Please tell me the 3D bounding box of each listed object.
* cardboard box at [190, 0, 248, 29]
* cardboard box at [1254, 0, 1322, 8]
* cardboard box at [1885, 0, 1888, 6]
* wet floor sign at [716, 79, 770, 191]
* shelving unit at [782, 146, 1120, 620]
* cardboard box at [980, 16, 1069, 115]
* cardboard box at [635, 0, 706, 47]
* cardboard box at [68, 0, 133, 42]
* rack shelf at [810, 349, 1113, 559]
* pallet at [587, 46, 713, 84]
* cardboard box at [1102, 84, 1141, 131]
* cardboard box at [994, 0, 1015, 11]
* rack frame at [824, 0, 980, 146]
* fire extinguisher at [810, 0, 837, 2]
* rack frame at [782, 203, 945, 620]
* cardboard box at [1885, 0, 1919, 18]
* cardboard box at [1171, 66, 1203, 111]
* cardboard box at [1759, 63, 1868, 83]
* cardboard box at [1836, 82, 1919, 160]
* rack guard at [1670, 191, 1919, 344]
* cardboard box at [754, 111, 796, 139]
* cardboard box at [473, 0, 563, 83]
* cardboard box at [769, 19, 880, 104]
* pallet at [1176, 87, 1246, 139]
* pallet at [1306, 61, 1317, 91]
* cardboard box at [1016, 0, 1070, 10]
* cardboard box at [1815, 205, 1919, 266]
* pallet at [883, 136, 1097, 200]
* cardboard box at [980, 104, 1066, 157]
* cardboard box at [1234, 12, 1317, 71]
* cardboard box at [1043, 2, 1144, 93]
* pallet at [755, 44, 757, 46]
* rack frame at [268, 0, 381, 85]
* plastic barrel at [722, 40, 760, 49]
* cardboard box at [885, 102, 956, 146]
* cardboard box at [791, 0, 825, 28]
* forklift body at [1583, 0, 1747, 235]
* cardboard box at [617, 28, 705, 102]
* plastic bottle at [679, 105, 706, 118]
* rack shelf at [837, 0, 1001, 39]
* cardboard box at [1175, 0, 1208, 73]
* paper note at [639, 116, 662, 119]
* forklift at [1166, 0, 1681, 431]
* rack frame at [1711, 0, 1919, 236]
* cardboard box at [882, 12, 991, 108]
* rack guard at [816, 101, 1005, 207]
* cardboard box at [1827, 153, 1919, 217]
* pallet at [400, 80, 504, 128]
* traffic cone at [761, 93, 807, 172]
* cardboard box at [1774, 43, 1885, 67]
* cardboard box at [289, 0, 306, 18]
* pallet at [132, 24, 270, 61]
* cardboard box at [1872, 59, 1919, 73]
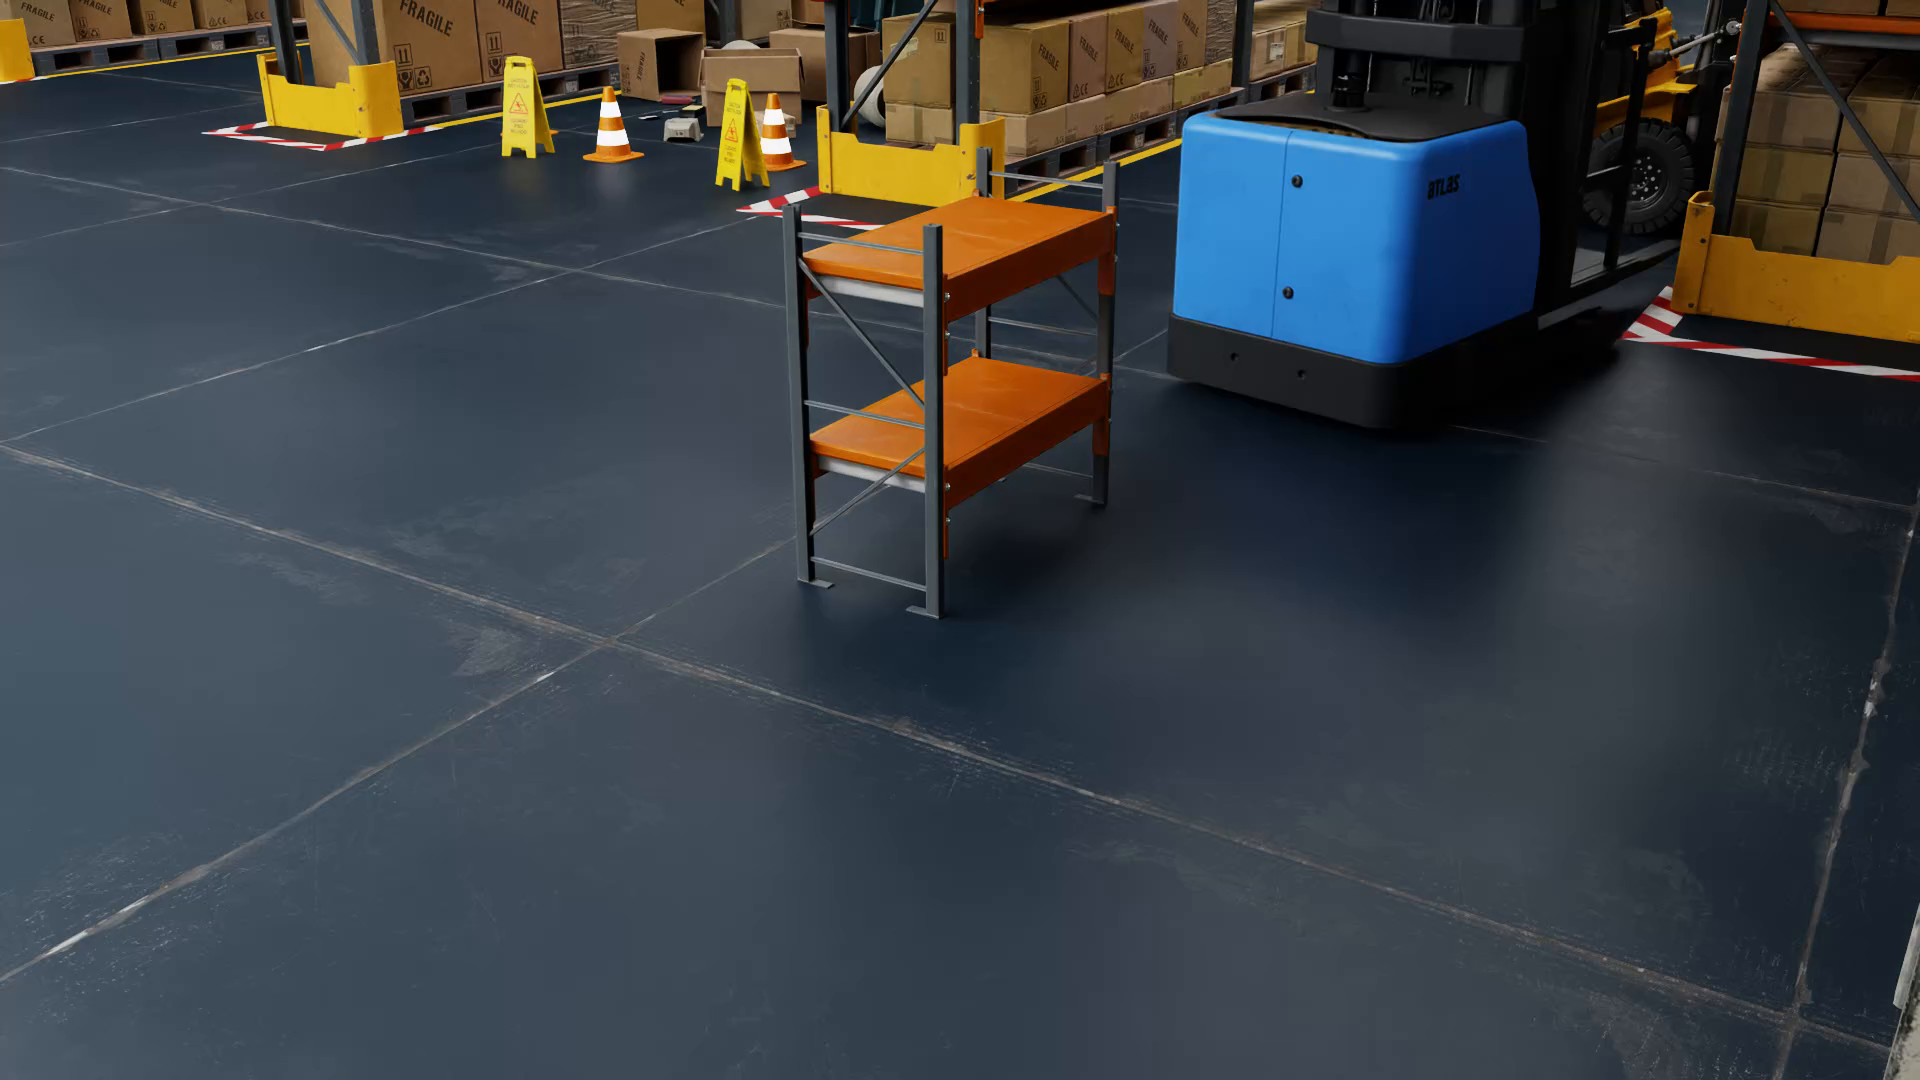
[{"bbox_3d":[-7.452,-5.346,16.442,0.500,0.500,0.500,11,26,24],"label":"cardboard box"},{"bbox_3d":[3.190,-4.669,15.039,0.950,0.372,0.625,13,27,28],"label":"cardboard box"},{"bbox_3d":[4.196,-2.823,7.869,0.500,0.500,0.500,15,27,31],"label":"cardboard box"},{"bbox_3d":[-1.351,-2.501,10.216,0.232,0.644,0.267,-17,29,-35],"label":"wet floor sign"},{"bbox_3d":[0.004,-0.518,5.032,0.538,1.125,1.048,14,27,29],"label":"shelving unit"},{"bbox_3d":[0.331,-2.919,10.206,0.500,0.500,0.500,13,27,27],"label":"cardboard box"},{"bbox_3d":[-2.881,-4.795,14.696,0.875,0.875,0.875,14,27,30],"label":"cardboard box"},{"bbox_3d":[-8.131,-4.960,15.550,0.500,0.500,0.500,-20,31,-39],"label":"cardboard box"},{"bbox_3d":[0.004,-0.294,5.129,0.538,0.278,1.000,14,27,29],"label":"rack shelf"},{"bbox_3d":[-2.958,-4.255,14.813,1.003,0.211,1.213,14,27,29],"label":"pallet"},{"bbox_3d":[0.872,-2.924,11.162,0.500,0.250,0.500,16,28,32],"label":"cardboard box"},{"bbox_3d":[0.132,-3.541,10.827,0.380,0.149,0.250,14,27,30],"label":"cardboard box"},{"bbox_3d":[-0.341,-3.422,9.378,1.000,3.000,0.127,14,27,29],"label":"rack frame"},{"bbox_3d":[-0.793,-3.444,9.527,0.296,0.674,0.183,14,27,29],"label":"fire extinguisher"},{"bbox_3d":[-0.265,-0.347,4.635,0.500,1.125,0.032,14,27,29],"label":"rack frame"},{"bbox_3d":[4.375,-2.538,7.210,0.500,0.500,0.500,15,27,31],"label":"cardboard box"},{"bbox_3d":[1.413,-3.265,11.948,0.500,0.250,0.500,13,27,28],"label":"cardboard box"},{"bbox_3d":[4.120,-2.167,8.153,0.500,0.250,0.500,14,27,30],"label":"cardboard box"},{"bbox_3d":[4.292,-1.895,7.525,0.500,0.250,0.500,13,27,28],"label":"cardboard box"},{"bbox_3d":[3.865,-1.227,7.456,1.175,0.500,0.348,14,27,29],"label":"rack guard"},{"bbox_3d":[-1.366,-2.979,11.944,0.250,0.149,0.380,-12,26,-26],"label":"cardboard box"},{"bbox_3d":[-3.836,-4.183,13.282,0.875,0.875,0.875,13,27,28],"label":"cardboard box"},{"bbox_3d":[-1.079,-3.779,13.175,0.797,0.637,0.503,14,27,29],"label":"cardboard box"},{"bbox_3d":[1.444,-3.258,12.510,1.003,0.211,1.213,14,27,29],"label":"pallet"},{"bbox_3d":[2.821,-4.168,14.613,1.003,0.211,1.213,14,27,29],"label":"pallet"},{"bbox_3d":[0.404,-3.367,11.241,0.500,0.500,0.500,13,27,28],"label":"cardboard box"},{"bbox_3d":[4.303,-1.438,7.729,0.500,0.250,0.500,14,27,29],"label":"cardboard box"},{"bbox_3d":[0.157,-2.434,10.608,1.003,0.211,1.213,14,27,29],"label":"pallet"},{"bbox_3d":[0.319,-2.567,10.336,0.500,0.250,0.500,14,27,29],"label":"cardboard box"},{"bbox_3d":[2.420,-4.179,13.908,0.950,0.372,0.625,16,28,32],"label":"cardboard box"},{"bbox_3d":[0.875,-3.264,11.003,0.500,0.500,0.500,14,27,30],"label":"cardboard box"},{"bbox_3d":[-1.504,-5.185,16.961,1.003,0.211,1.213,14,27,29],"label":"pallet"},{"bbox_3d":[-4.600,-4.425,11.695,1.000,3.000,0.127,14,27,29],"label":"rack frame"},{"bbox_3d":[-1.785,-3.888,13.699,0.421,0.421,0.512,-7,24,-17],"label":"plastic barrel"},{"bbox_3d":[-0.131,-2.690,10.620,0.500,0.250,0.500,14,27,29],"label":"cardboard box"},{"bbox_3d":[-1.727,-5.488,16.455,1.050,0.750,0.750,14,27,29],"label":"cardboard box"},{"bbox_3d":[3.328,-3.015,9.508,2.313,2.155,1.214,14,27,29],"label":"forklift body"},{"bbox_3d":[-2.437,-3.890,13.603,0.500,0.500,0.500,20,30,38],"label":"cardboard box"},{"bbox_3d":[-2.051,-3.305,12.808,0.133,0.061,0.283,5,24,11],"label":"plastic bottle"},{"bbox_3d":[0.714,-3.766,11.080,1.077,0.370,4.000,14,27,29],"label":"rack shelf"},{"bbox_3d":[1.418,-3.619,11.822,0.500,0.500,0.500,14,27,30],"label":"cardboard box"},{"bbox_3d":[-2.352,-3.221,12.654,0.142,0.017,0.144,-17,29,-35],"label":"paper note"},{"bbox_3d":[2.208,-2.236,6.726,1.130,2.935,3.031,21,31,40],"label":"forklift"},{"bbox_3d":[3.878,-2.383,6.978,1.000,3.000,0.127,14,27,29],"label":"rack frame"},{"bbox_3d":[-0.140,-3.022,10.443,0.500,0.500,0.500,14,27,29],"label":"cardboard box"},{"bbox_3d":[-0.301,-2.300,9.934,1.175,0.500,0.348,14,27,29],"label":"rack guard"},{"bbox_3d":[4.302,-1.658,7.608,0.500,0.250,0.500,14,27,30],"label":"cardboard box"},{"bbox_3d":[-4.245,-3.431,12.911,1.003,0.211,1.213,14,27,29],"label":"pallet"},{"bbox_3d":[-1.210,-2.673,10.842,0.336,0.463,0.334,14,27,29],"label":"traffic cone"},{"bbox_3d":[4.651,-2.509,8.943,0.500,0.250,0.500,13,27,28],"label":"cardboard box"},{"bbox_3d":[-6.895,-5.767,17.415,0.500,0.500,0.500,13,27,27],"label":"cardboard box"},{"bbox_3d":[-7.617,-4.921,16.352,1.003,0.211,1.213,14,27,29],"label":"pallet"},{"bbox_3d":[4.825,-2.231,8.301,0.500,0.250,0.500,14,27,29],"label":"cardboard box"}]
